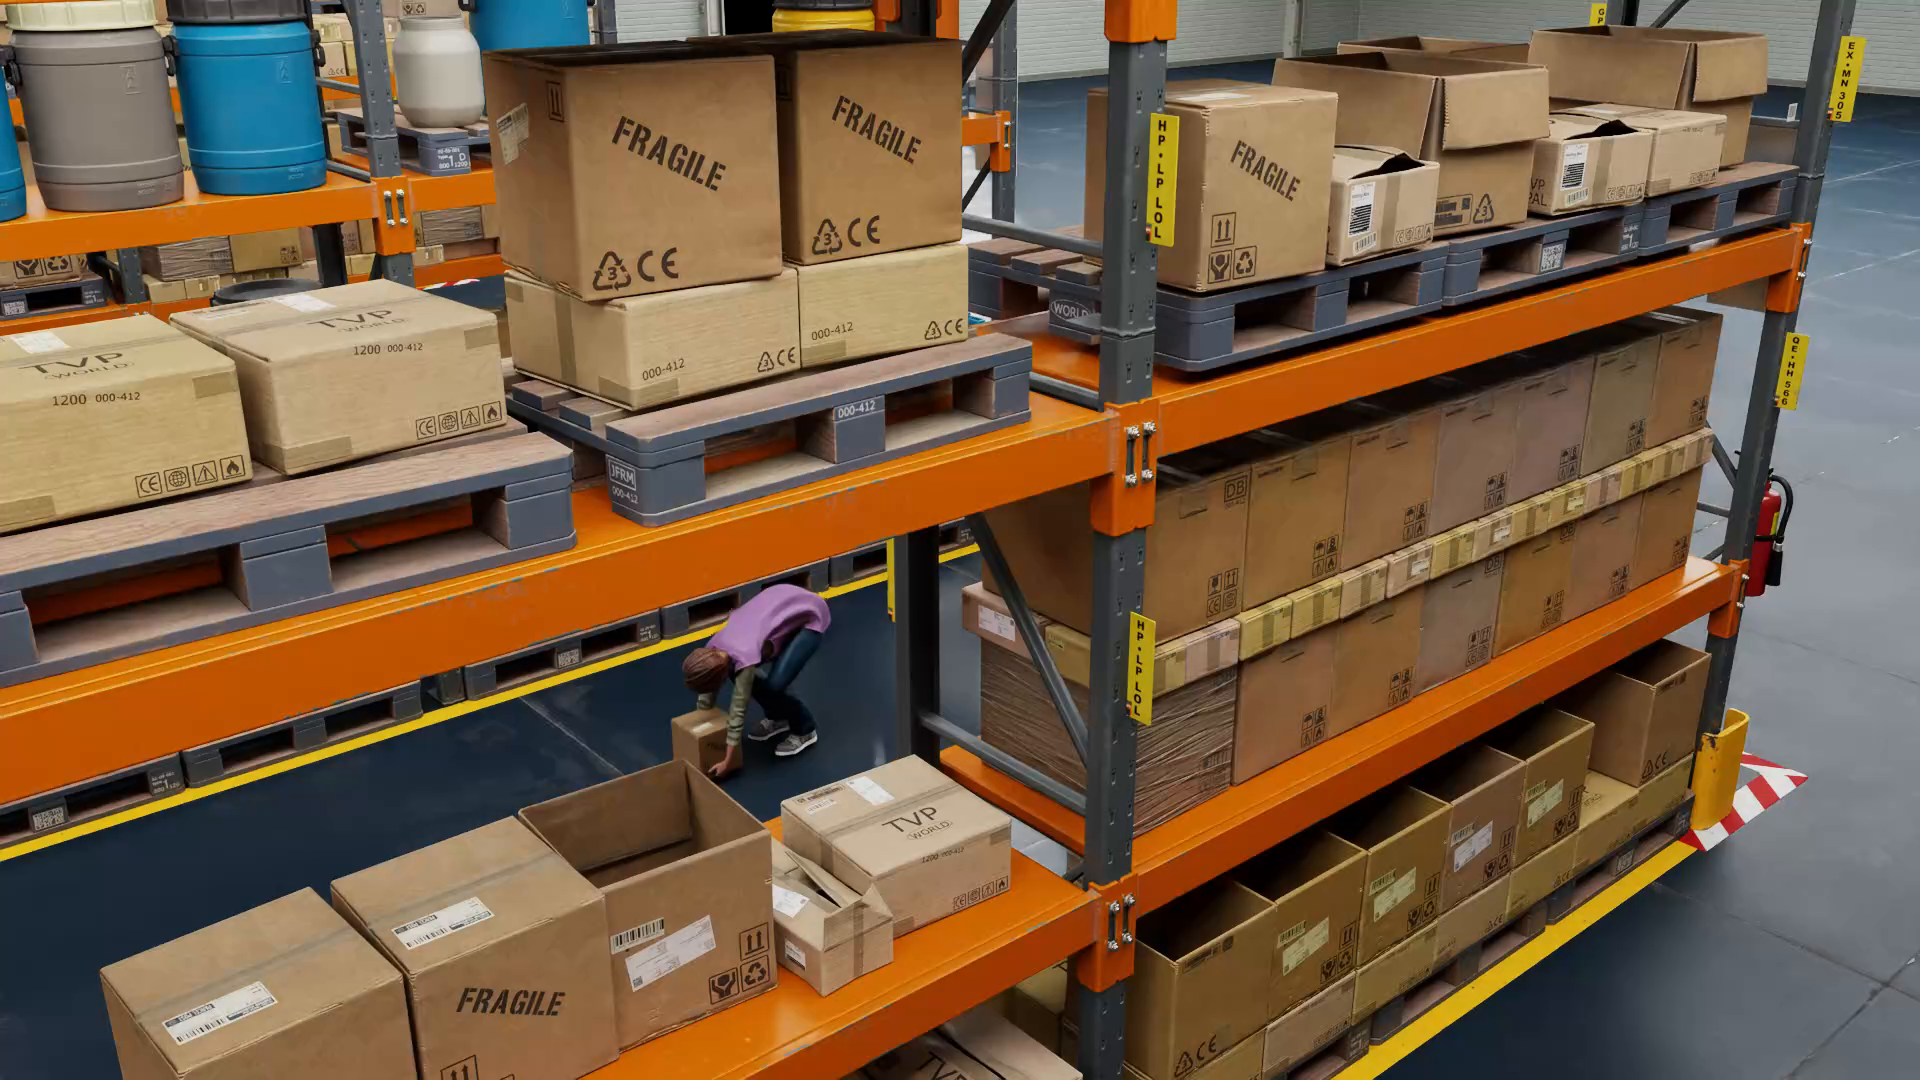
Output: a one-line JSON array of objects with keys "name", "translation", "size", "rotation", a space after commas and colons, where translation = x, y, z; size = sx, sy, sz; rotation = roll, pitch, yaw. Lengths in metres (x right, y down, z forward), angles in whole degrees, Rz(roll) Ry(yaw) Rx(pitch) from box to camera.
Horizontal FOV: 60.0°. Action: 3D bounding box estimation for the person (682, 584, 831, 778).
[{"name": "person", "translation": [-1.027, 0.683, 8.376], "size": [0.854, 0.846, 0.403], "rotation": [-19, 28, -40]}]
